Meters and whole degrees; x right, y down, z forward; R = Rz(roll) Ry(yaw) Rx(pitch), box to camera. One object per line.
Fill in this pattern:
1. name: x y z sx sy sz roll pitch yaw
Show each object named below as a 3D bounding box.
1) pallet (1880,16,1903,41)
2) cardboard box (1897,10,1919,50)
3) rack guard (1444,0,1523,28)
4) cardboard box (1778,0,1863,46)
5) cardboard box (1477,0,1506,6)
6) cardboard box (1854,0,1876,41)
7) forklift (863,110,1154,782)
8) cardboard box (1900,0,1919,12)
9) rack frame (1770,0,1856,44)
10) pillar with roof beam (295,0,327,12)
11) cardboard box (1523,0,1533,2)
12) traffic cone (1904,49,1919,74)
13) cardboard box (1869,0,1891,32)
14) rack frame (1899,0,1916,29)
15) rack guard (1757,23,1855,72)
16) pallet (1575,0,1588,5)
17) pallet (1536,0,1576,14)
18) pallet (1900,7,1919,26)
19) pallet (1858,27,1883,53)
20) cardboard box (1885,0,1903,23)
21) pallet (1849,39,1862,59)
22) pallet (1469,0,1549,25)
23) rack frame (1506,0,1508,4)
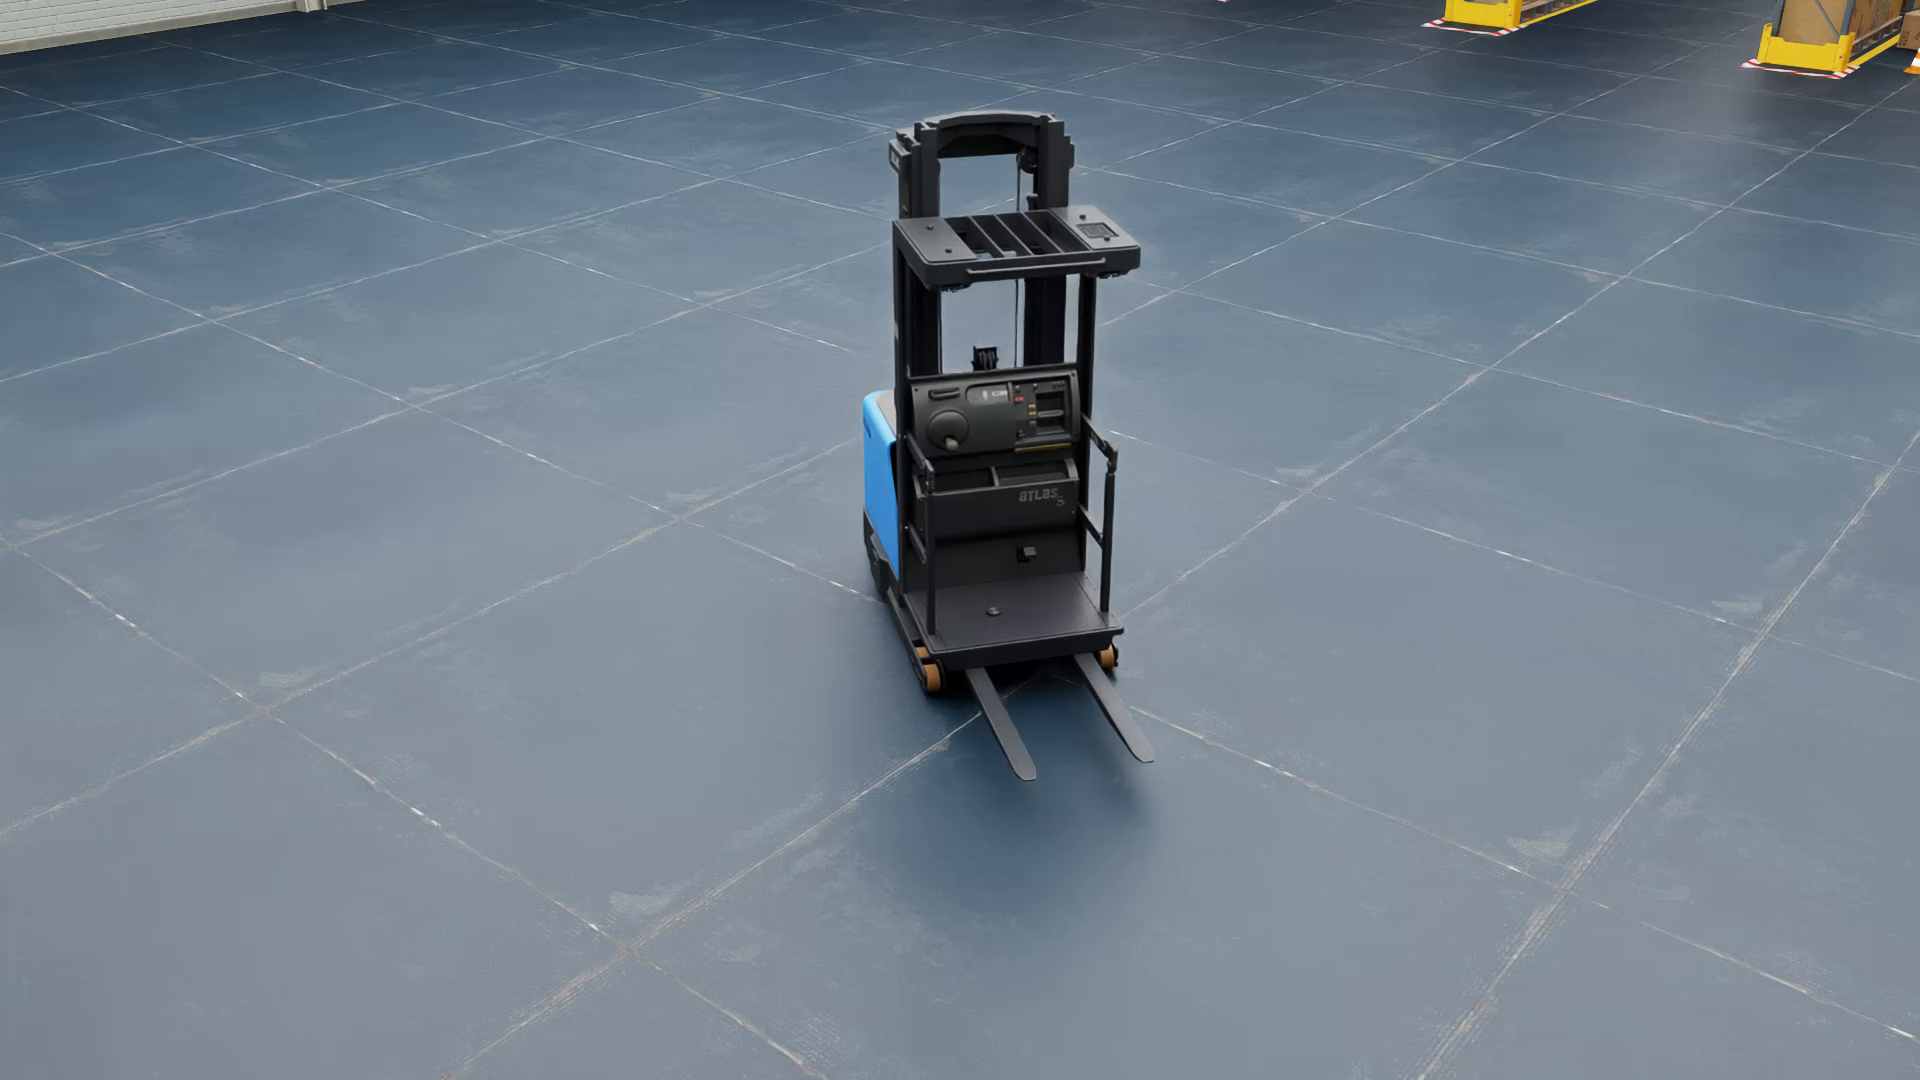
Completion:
1. pallet: 14.160 -8.131 26.237 1.003 0.211 1.213 21 34 34
2. cardboard box: 14.508 -7.656 25.003 0.500 0.500 0.500 -21 34 -35
3. rack guard: 8.445 -8.600 26.830 1.175 0.500 0.348 21 34 34
4. cardboard box: 12.540 -7.700 24.226 0.875 0.875 0.875 21 34 35
5. cardboard box: 8.807 -8.976 27.100 0.500 0.500 0.500 -21 34 -35
6. cardboard box: 13.098 -8.013 24.830 0.875 0.875 0.875 20 34 34
7. forklift: 0.253 -0.654 8.824 1.130 2.935 3.031 -7 28 -13
8. cardboard box: 15.029 -9.050 26.970 1.050 0.750 0.750 21 34 34
9. rack frame: 12.160 -8.198 23.332 1.000 3.000 0.127 21 34 34
10. pillar with roof beam: -7.603 -11.679 23.532 9.100 9.000 0.400 21 34 34
11. cardboard box: 9.161 -9.198 27.529 0.500 0.500 0.500 -18 32 -31
12. traffic cone: 13.593 -6.844 23.476 0.336 0.463 0.334 21 34 34
13. cardboard box: 13.680 -8.335 25.454 0.875 0.875 0.875 21 34 35
14. rack frame: 14.704 -9.616 26.073 1.000 3.000 0.127 21 34 34
15. rack guard: 12.144 -7.079 23.890 1.175 0.500 0.348 21 34 34
16. pallet: 10.541 -9.614 29.105 1.003 0.211 1.213 21 34 34
17. pallet: 9.765 -9.180 28.265 1.003 0.211 1.213 21 34 34
18. pallet: 15.137 -8.673 27.285 1.003 0.211 1.213 21 34 34
19. pallet: 13.384 -7.696 25.397 1.003 0.211 1.213 21 34 34
20. cardboard box: 14.250 -8.656 26.073 0.875 0.875 0.875 21 34 35
21. pallet: 12.608 -7.265 24.565 1.003 0.211 1.213 21 34 34
22. pallet: 8.989 -8.749 27.433 1.003 0.211 1.213 21 34 34
23. rack frame: 8.397 -9.683 26.203 1.000 3.000 0.127 21 34 34
